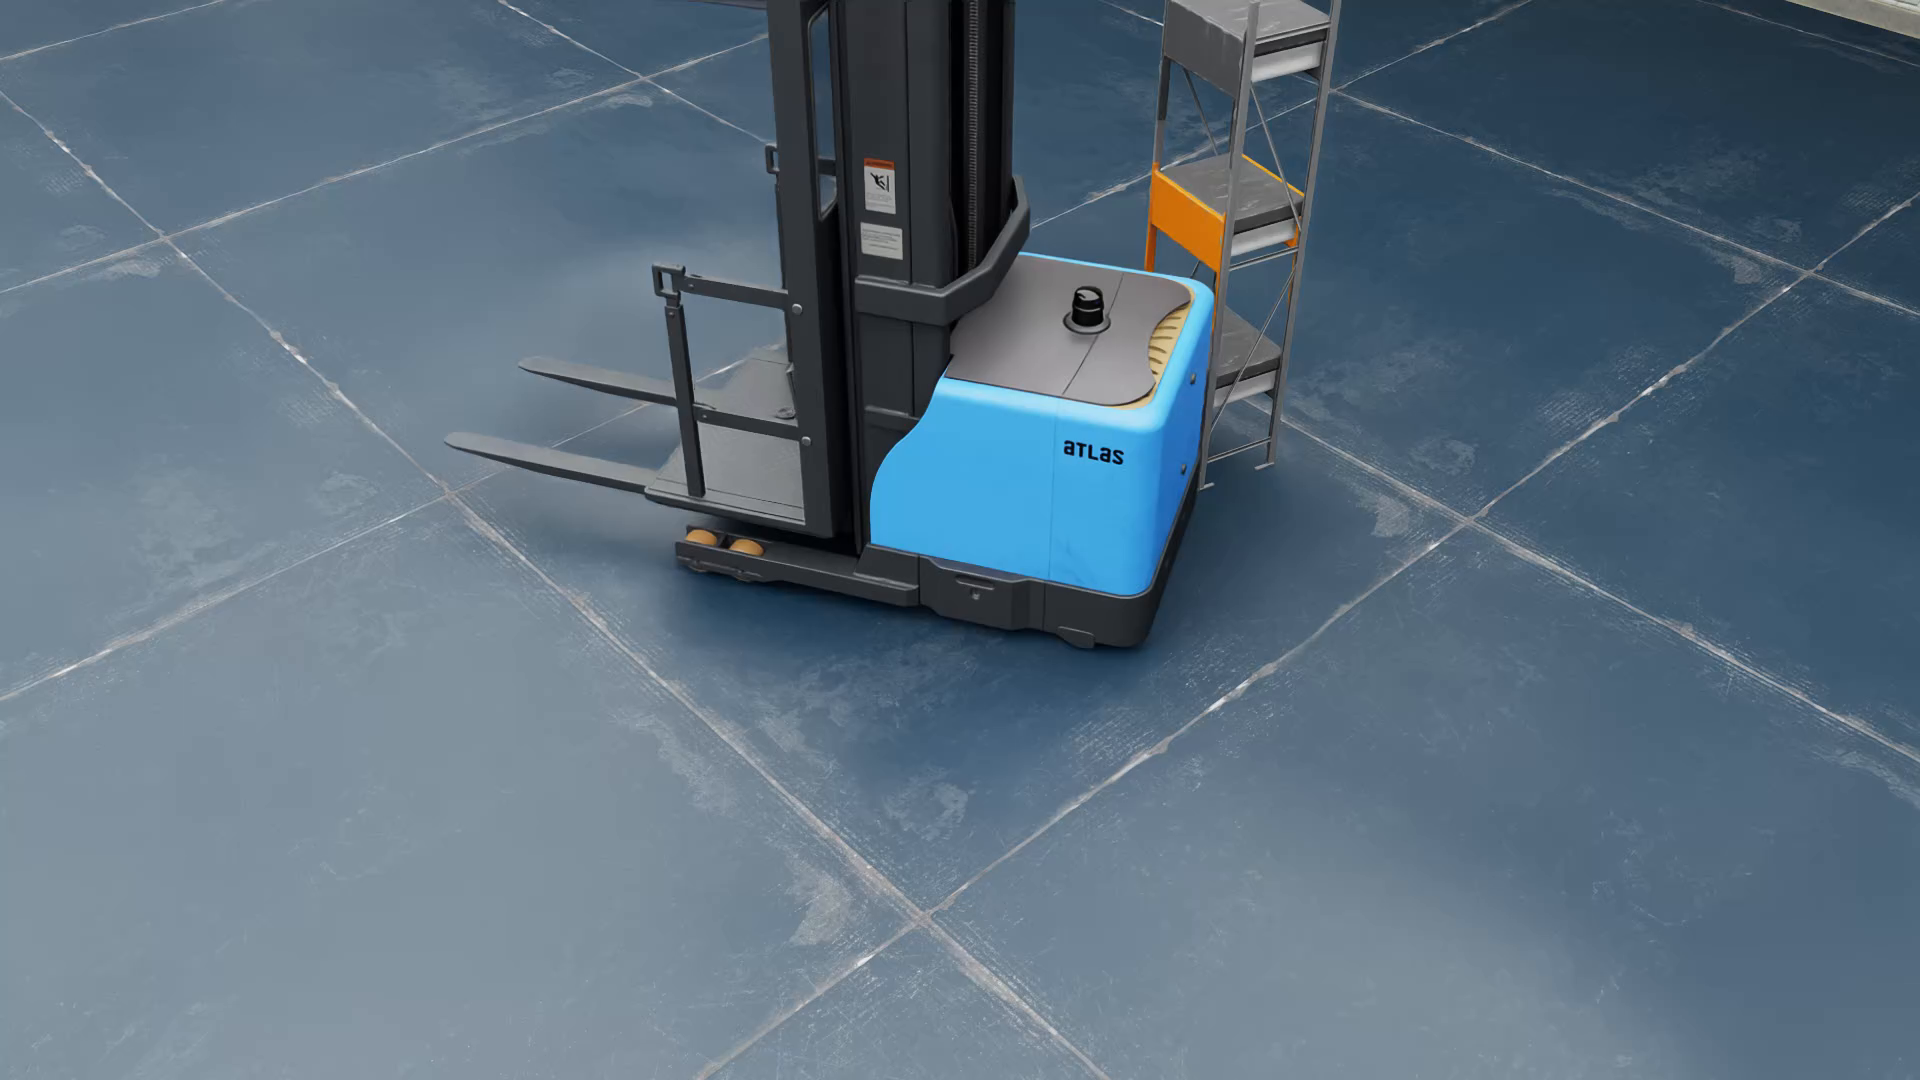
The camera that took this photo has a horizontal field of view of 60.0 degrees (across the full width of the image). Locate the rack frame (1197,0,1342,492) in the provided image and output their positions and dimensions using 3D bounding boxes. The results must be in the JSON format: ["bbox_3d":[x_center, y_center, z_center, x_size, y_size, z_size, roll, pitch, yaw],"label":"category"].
[{"bbox_3d":[1.169,-1.082,6.418,0.400,2.100,0.015,-19,43,-22],"label":"rack frame"}]

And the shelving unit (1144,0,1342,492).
[{"bbox_3d":[1.052,-1.216,6.585,0.431,2.100,0.503,-19,43,-22],"label":"shelving unit"}]

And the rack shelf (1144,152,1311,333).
[{"bbox_3d":[1.052,-1.206,6.593,0.431,0.518,0.480,-19,43,-22],"label":"rack shelf"}]

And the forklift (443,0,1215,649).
[{"bbox_3d":[-0.605,-1.279,6.001,3.031,2.935,1.130,12,40,14],"label":"forklift"}]

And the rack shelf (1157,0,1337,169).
[{"bbox_3d":[1.052,-1.750,6.153,0.431,0.518,0.480,-19,43,-22],"label":"rack shelf"}]

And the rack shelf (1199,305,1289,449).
[{"bbox_3d":[1.052,-0.661,7.033,0.431,0.518,0.480,-19,43,-22],"label":"rack shelf"}]

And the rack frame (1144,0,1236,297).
[{"bbox_3d":[0.934,-1.350,6.751,0.400,2.100,0.015,-19,43,-22],"label":"rack frame"}]
